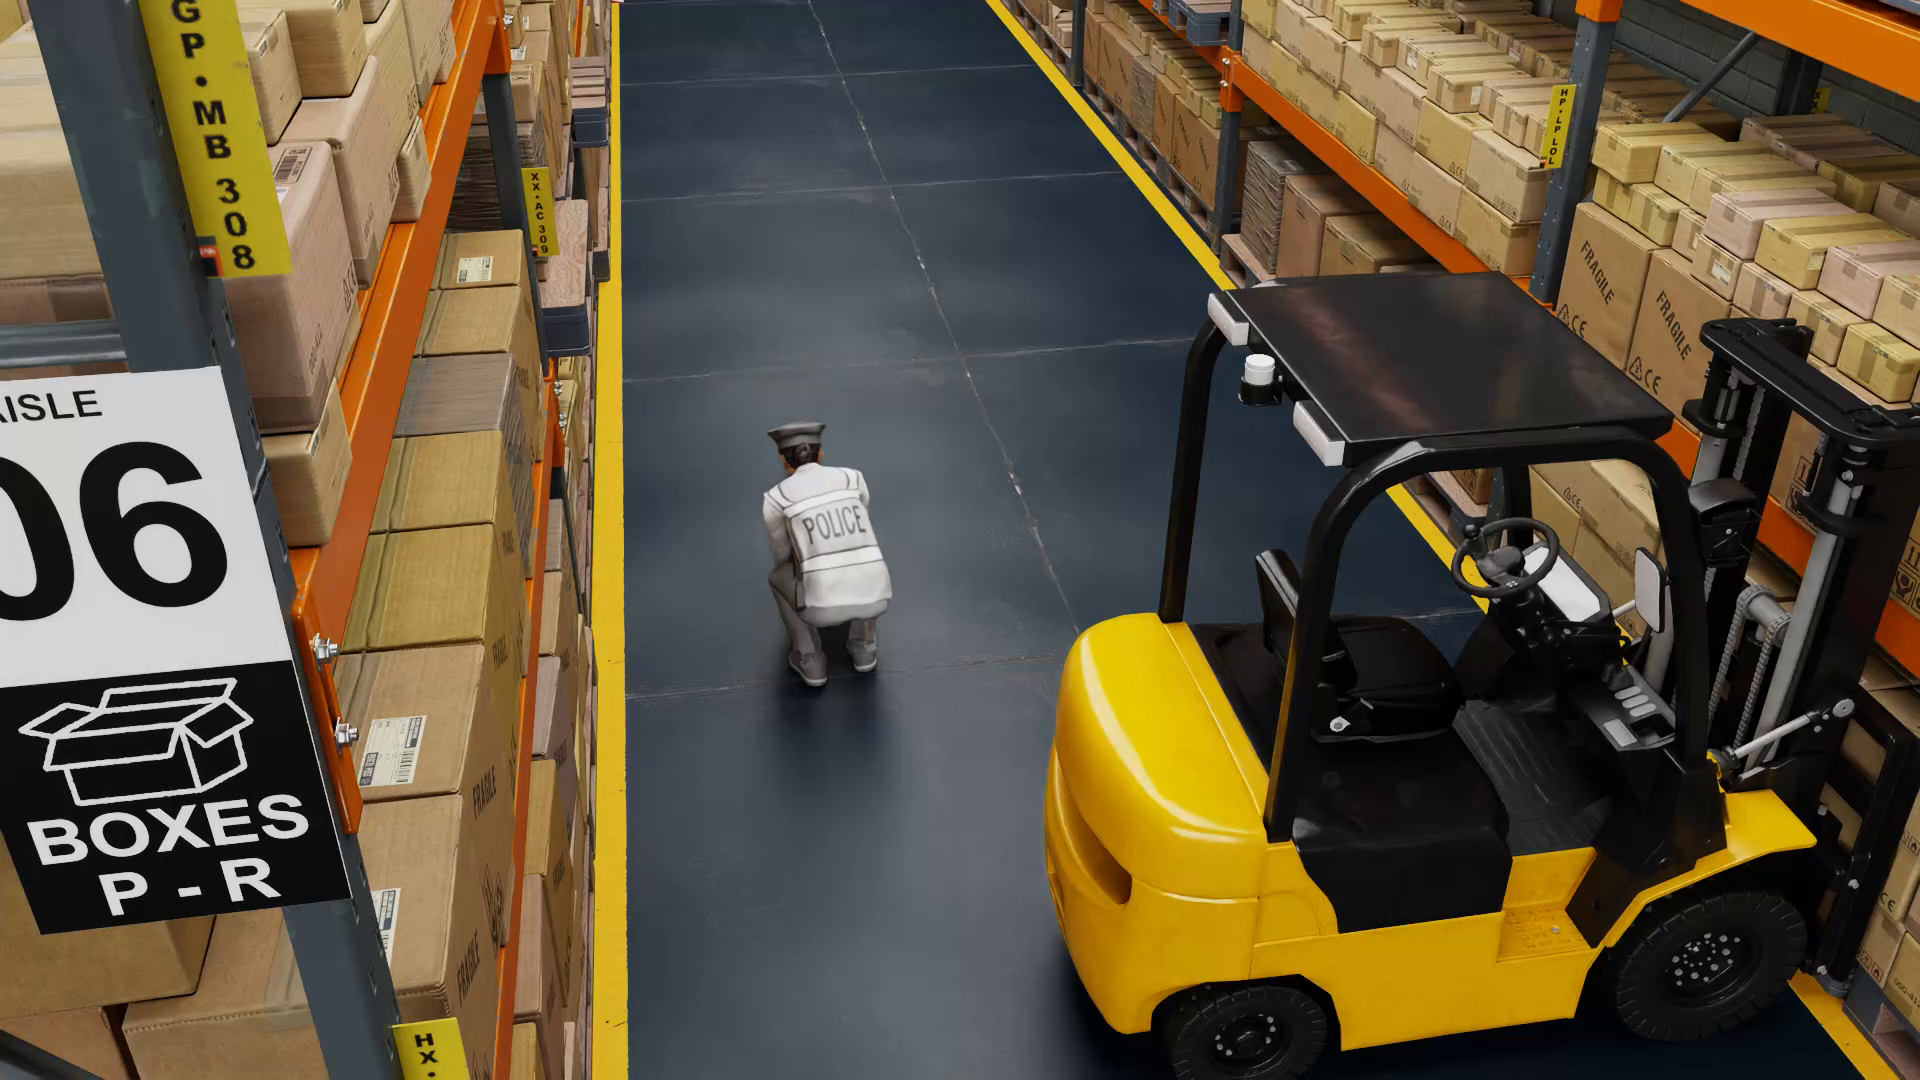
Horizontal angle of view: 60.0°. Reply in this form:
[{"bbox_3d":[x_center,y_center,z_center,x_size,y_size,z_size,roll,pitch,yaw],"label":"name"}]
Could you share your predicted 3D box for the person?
[{"bbox_3d":[-0.560,0.042,6.744,0.443,0.981,0.843,-8,32,-13],"label":"person"}]
